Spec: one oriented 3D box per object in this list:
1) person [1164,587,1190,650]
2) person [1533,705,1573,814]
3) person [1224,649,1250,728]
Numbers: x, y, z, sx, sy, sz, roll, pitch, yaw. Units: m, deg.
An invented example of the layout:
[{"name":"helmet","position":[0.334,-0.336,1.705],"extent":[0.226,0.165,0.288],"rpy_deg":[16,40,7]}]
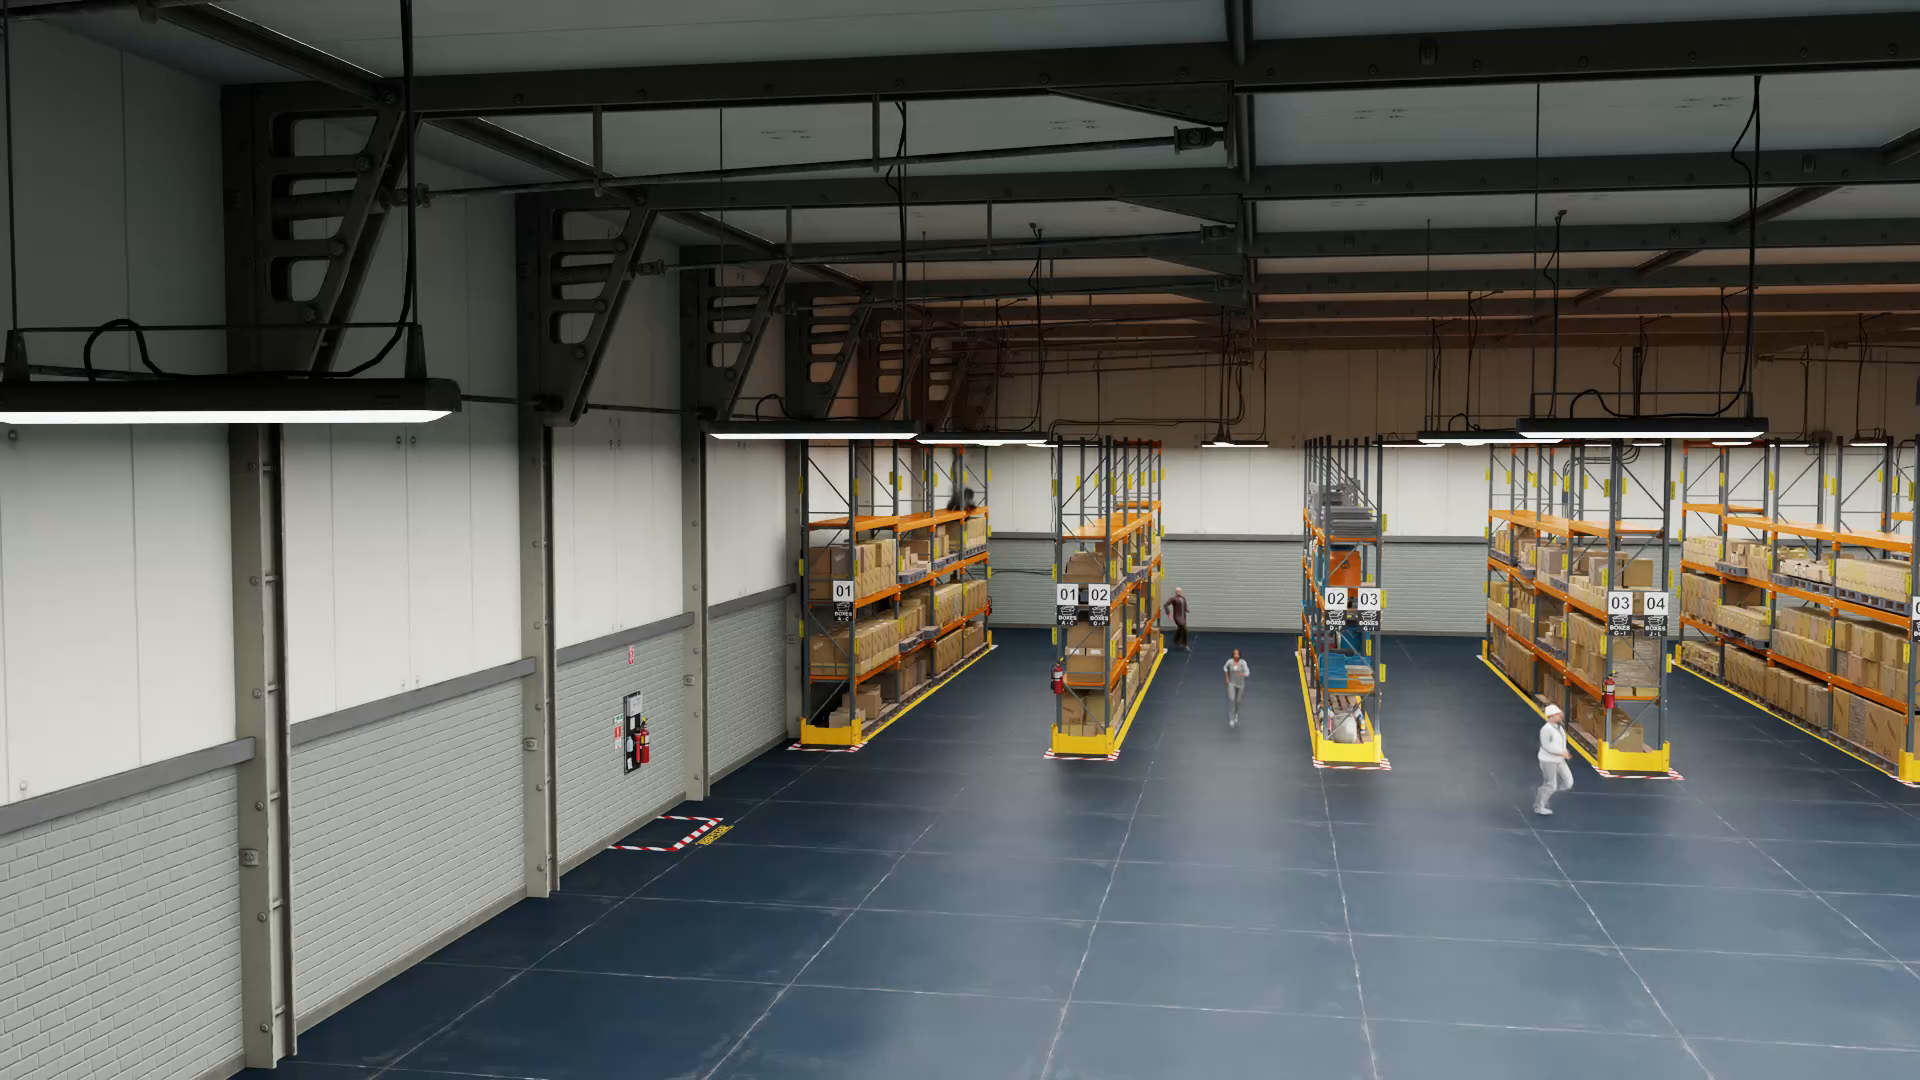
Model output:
[{"name":"person","position":[6.251,2.280,47.766],"extent":[0.766,1.824,0.792],"rpy_deg":[-3,4,-45]},{"name":"person","position":[9.336,3.443,26.059],"extent":[0.693,1.727,0.654],"rpy_deg":[-3,4,-43]},{"name":"person","position":[5.757,3.066,34.596],"extent":[0.513,1.634,0.770],"rpy_deg":[0,3,6]}]
